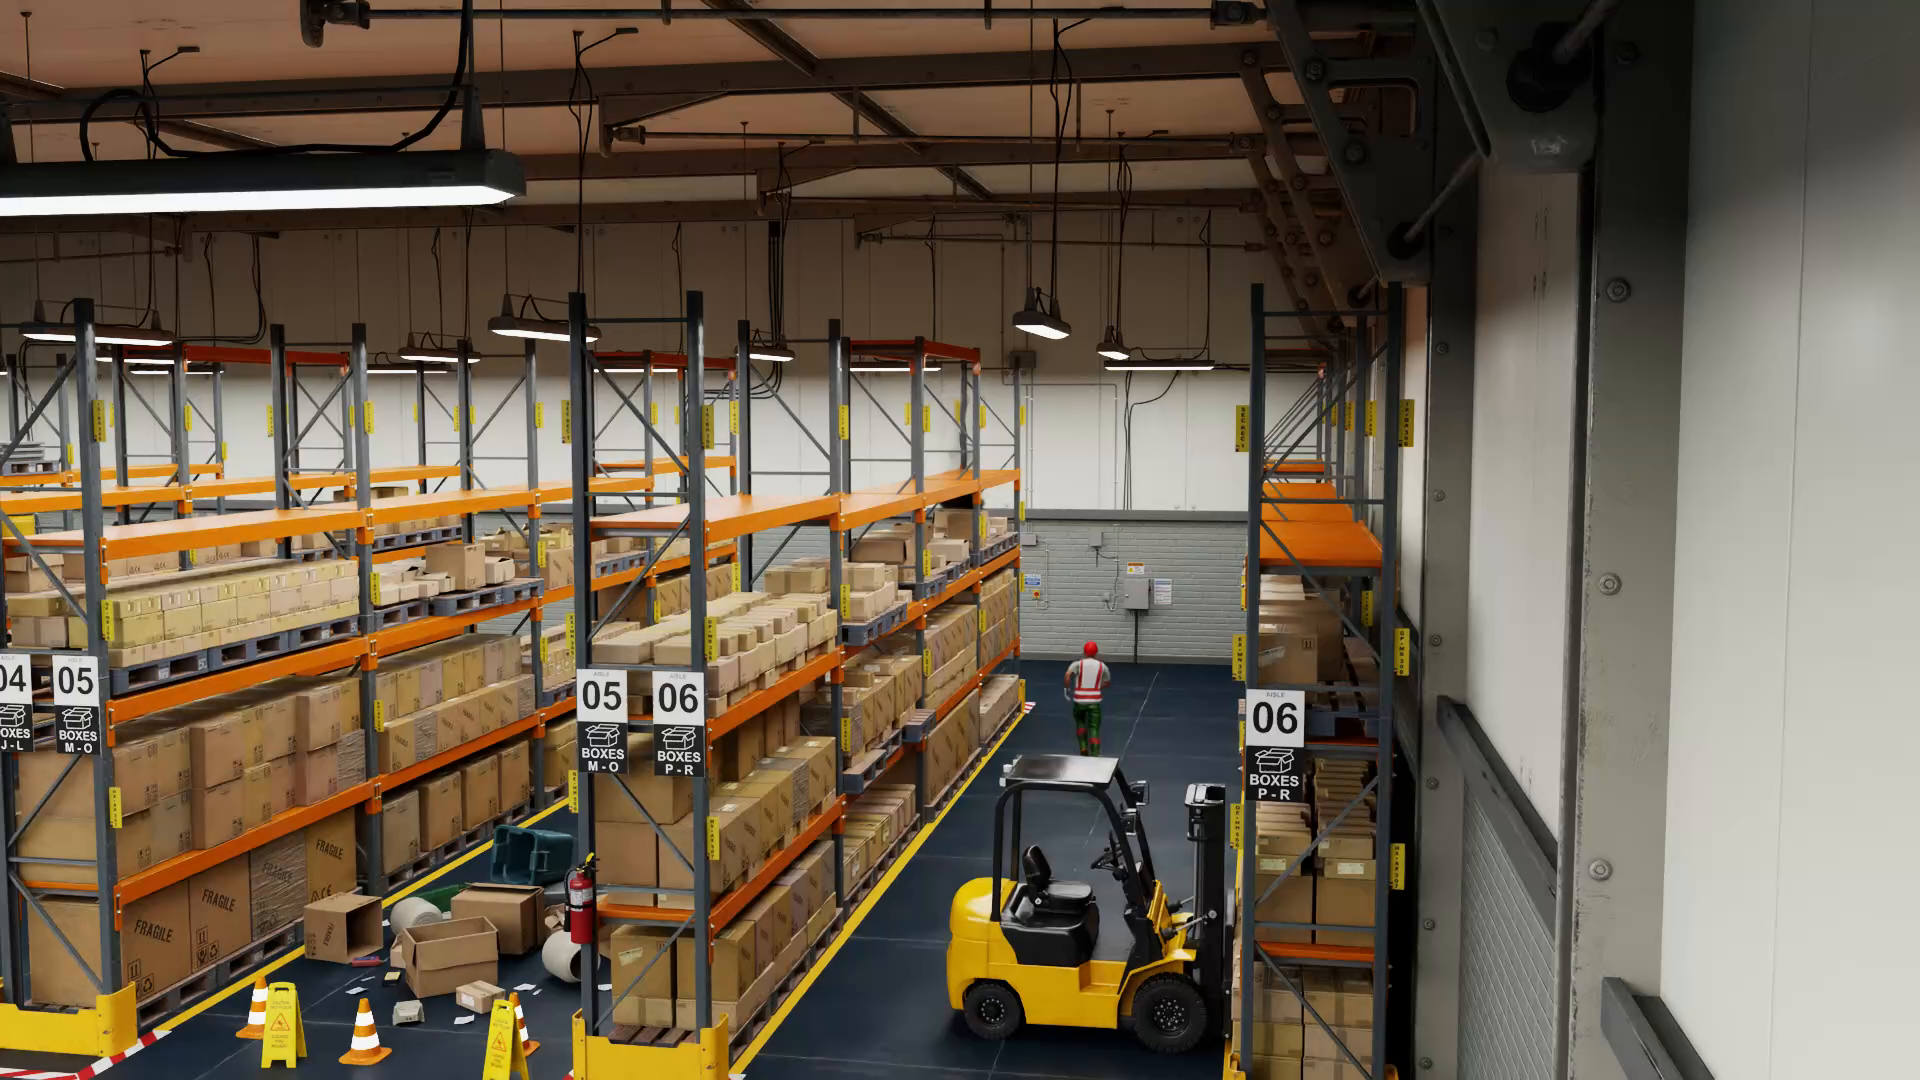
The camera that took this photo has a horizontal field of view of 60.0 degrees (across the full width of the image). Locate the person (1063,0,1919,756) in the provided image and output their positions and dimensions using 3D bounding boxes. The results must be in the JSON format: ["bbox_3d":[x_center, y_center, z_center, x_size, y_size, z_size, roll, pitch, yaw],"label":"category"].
[{"bbox_3d":[1.780,-0.313,12.053,2.602,8.986,23.757,0,5,5],"label":"person"}]
